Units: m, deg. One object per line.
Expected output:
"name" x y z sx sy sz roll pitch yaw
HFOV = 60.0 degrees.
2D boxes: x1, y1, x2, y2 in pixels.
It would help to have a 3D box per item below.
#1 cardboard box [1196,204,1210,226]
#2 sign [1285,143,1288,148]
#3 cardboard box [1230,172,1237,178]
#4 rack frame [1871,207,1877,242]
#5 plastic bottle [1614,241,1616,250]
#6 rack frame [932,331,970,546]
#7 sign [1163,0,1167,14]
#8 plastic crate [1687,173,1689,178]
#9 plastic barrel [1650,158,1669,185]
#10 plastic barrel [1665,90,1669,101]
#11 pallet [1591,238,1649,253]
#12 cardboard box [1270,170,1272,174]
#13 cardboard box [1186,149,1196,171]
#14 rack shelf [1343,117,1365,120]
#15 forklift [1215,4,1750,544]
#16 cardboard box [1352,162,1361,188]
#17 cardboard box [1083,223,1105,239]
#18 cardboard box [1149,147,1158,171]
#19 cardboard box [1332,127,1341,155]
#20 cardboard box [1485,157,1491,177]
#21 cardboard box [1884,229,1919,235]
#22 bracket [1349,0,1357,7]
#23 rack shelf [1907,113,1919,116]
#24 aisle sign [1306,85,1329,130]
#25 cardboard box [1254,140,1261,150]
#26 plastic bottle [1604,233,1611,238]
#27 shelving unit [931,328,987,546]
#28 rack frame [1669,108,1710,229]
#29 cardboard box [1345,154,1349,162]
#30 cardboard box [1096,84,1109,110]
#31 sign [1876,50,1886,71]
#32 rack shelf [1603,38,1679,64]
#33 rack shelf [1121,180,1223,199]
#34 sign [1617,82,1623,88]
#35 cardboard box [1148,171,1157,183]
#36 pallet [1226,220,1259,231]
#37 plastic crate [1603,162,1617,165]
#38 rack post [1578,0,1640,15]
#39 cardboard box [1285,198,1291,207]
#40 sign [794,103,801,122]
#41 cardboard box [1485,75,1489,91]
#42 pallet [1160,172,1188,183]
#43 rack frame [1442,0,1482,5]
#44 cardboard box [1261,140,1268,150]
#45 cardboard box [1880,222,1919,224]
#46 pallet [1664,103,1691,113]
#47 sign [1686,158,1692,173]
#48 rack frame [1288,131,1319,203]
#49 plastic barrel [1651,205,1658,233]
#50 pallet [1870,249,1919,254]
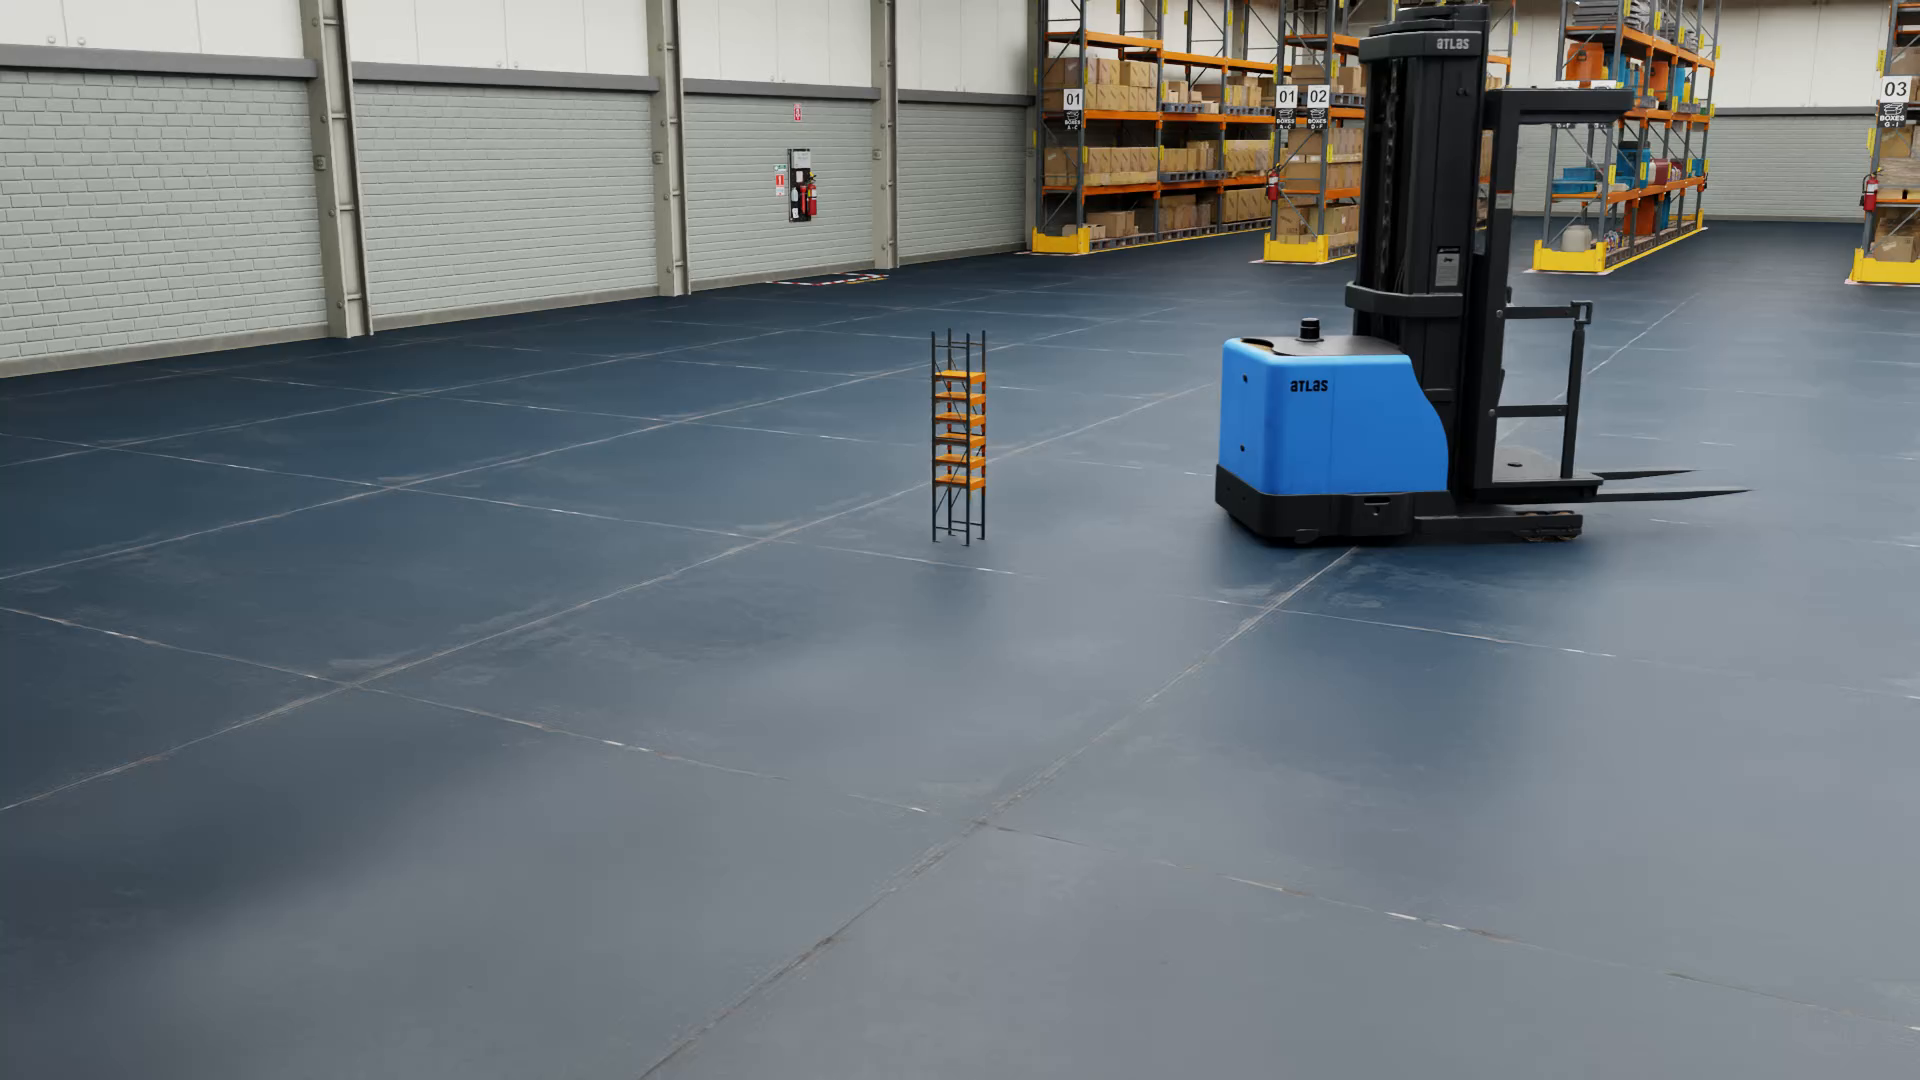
"cardboard box" 5.570 -7.784 39.816 0.700 0.500 0.500 8 16 29
"sign" 9.257 -11.104 47.175 0.100 0.325 0.005 7 15 28
"cardboard box" 6.567 -8.963 40.807 0.380 0.149 0.250 8 16 30
"rack frame" 18.881 -7.255 33.228 1.000 3.000 0.127 7 15 28
"plastic bottle" 12.188 -5.519 31.056 0.097 0.201 0.097 0 14 0
"rack frame" -0.051 -0.562 9.303 0.240 1.200 0.006 7 15 28
"sign" 4.405 -11.462 35.715 0.100 0.325 0.005 7 15 28
"plastic crate" 17.378 -8.901 40.179 0.437 0.282 0.530 7 15 28
"plastic barrel" 14.586 -7.753 35.002 0.600 0.536 0.708 7 15 28
"plastic barrel" 15.259 -9.595 35.967 0.294 0.245 0.294 0 14 0
"pallet" 13.546 -6.057 34.207 1.003 0.211 1.213 7 15 28
"cardboard box" 7.891 -9.546 43.222 0.380 0.149 0.250 8 15 29
"cardboard box" 5.071 -8.846 38.673 0.700 0.500 0.500 7 15 28
"rack shelf" 9.244 -9.077 35.917 1.077 0.370 4.000 7 15 28
"forklift" 3.121 -1.534 9.643 3.031 2.935 1.130 -2 14 -7
"cardboard box" 7.573 -7.303 33.213 0.700 0.500 0.500 8 16 29
"cardboard box" 2.694 -6.453 34.699 0.500 0.311 0.500 9 16 33
"cardboard box" 3.981 -8.288 36.187 0.500 0.500 0.500 7 15 28
"cardboard box" 6.855 -7.630 31.801 0.700 0.500 0.500 7 15 27
"cardboard box" 13.363 -9.634 42.880 0.500 0.500 0.500 7 15 27
"cardboard box" 16.217 -5.091 28.690 0.500 0.500 0.500 6 15 23
"bracket" 11.945 -16.430 50.802 0.235 0.232 0.430 7 15 28
"rack shelf" 17.914 -7.953 31.259 1.077 0.370 4.000 7 15 28
"aisle sign" 6.580 -7.953 30.574 0.394 0.787 0.004 7 15 28
"cardboard box" 7.302 -9.994 42.096 0.500 0.250 0.500 8 16 29
"plastic bottle" 12.318 -5.693 31.621 0.152 0.276 0.135 7 15 28
"shelving unit" -0.007 -0.580 9.381 0.258 1.200 0.189 7 15 28
"rack frame" 18.413 -9.458 42.364 1.000 3.000 0.127 7 15 28
"cardboard box" 7.342 -7.422 32.320 0.380 0.149 0.250 7 15 27
"cardboard box" 2.677 -8.961 33.645 0.500 0.500 0.500 9 16 32
"sign" 14.537 -7.570 26.242 0.100 0.325 0.005 7 15 28
"rack shelf" 13.578 -9.778 33.282 1.077 0.370 4.000 7 15 28
"rack shelf" 4.906 -8.179 38.594 1.077 0.370 4.000 7 15 28
"sign" 11.157 -7.574 28.133 0.100 0.325 0.005 7 15 28
"cardboard box" 3.975 -7.924 36.277 0.500 0.250 0.500 7 15 28
"pallet" 6.911 -7.986 42.208 1.003 0.211 1.213 7 15 28
"plastic crate" 13.496 -7.551 34.317 0.402 0.464 0.583 7 15 28
"rack post" 11.587 -9.456 29.717 0.937 0.300 0.954 7 15 27
"cardboard box" 8.503 -8.993 44.873 0.700 0.500 0.500 7 15 27
"sign" -2.633 -6.942 26.983 0.001 0.298 0.199 7 15 28
"cardboard box" 12.948 -11.486 42.029 0.700 0.500 0.500 7 15 28
"pallet" 4.436 -8.165 37.412 1.003 0.211 1.213 7 15 28
"rack frame" 12.144 -12.116 40.588 1.000 3.000 0.127 7 15 28
"cardboard box" 7.549 -10.098 42.530 0.500 0.250 0.500 8 16 29
"cardboard box" 17.510 -5.653 30.975 0.700 0.500 0.500 7 15 28
"pallet" 15.640 -9.599 36.951 1.003 0.211 1.213 7 15 28
"sign" 16.959 -8.709 38.667 0.100 0.325 0.005 7 15 28
"rack frame" 9.740 -10.580 47.019 1.000 3.000 0.127 7 15 28
"plastic barrel" 15.313 -7.182 37.174 0.600 0.588 0.708 7 15 28
"pallet" 17.322 -5.239 30.814 1.003 0.211 1.213 7 15 28
